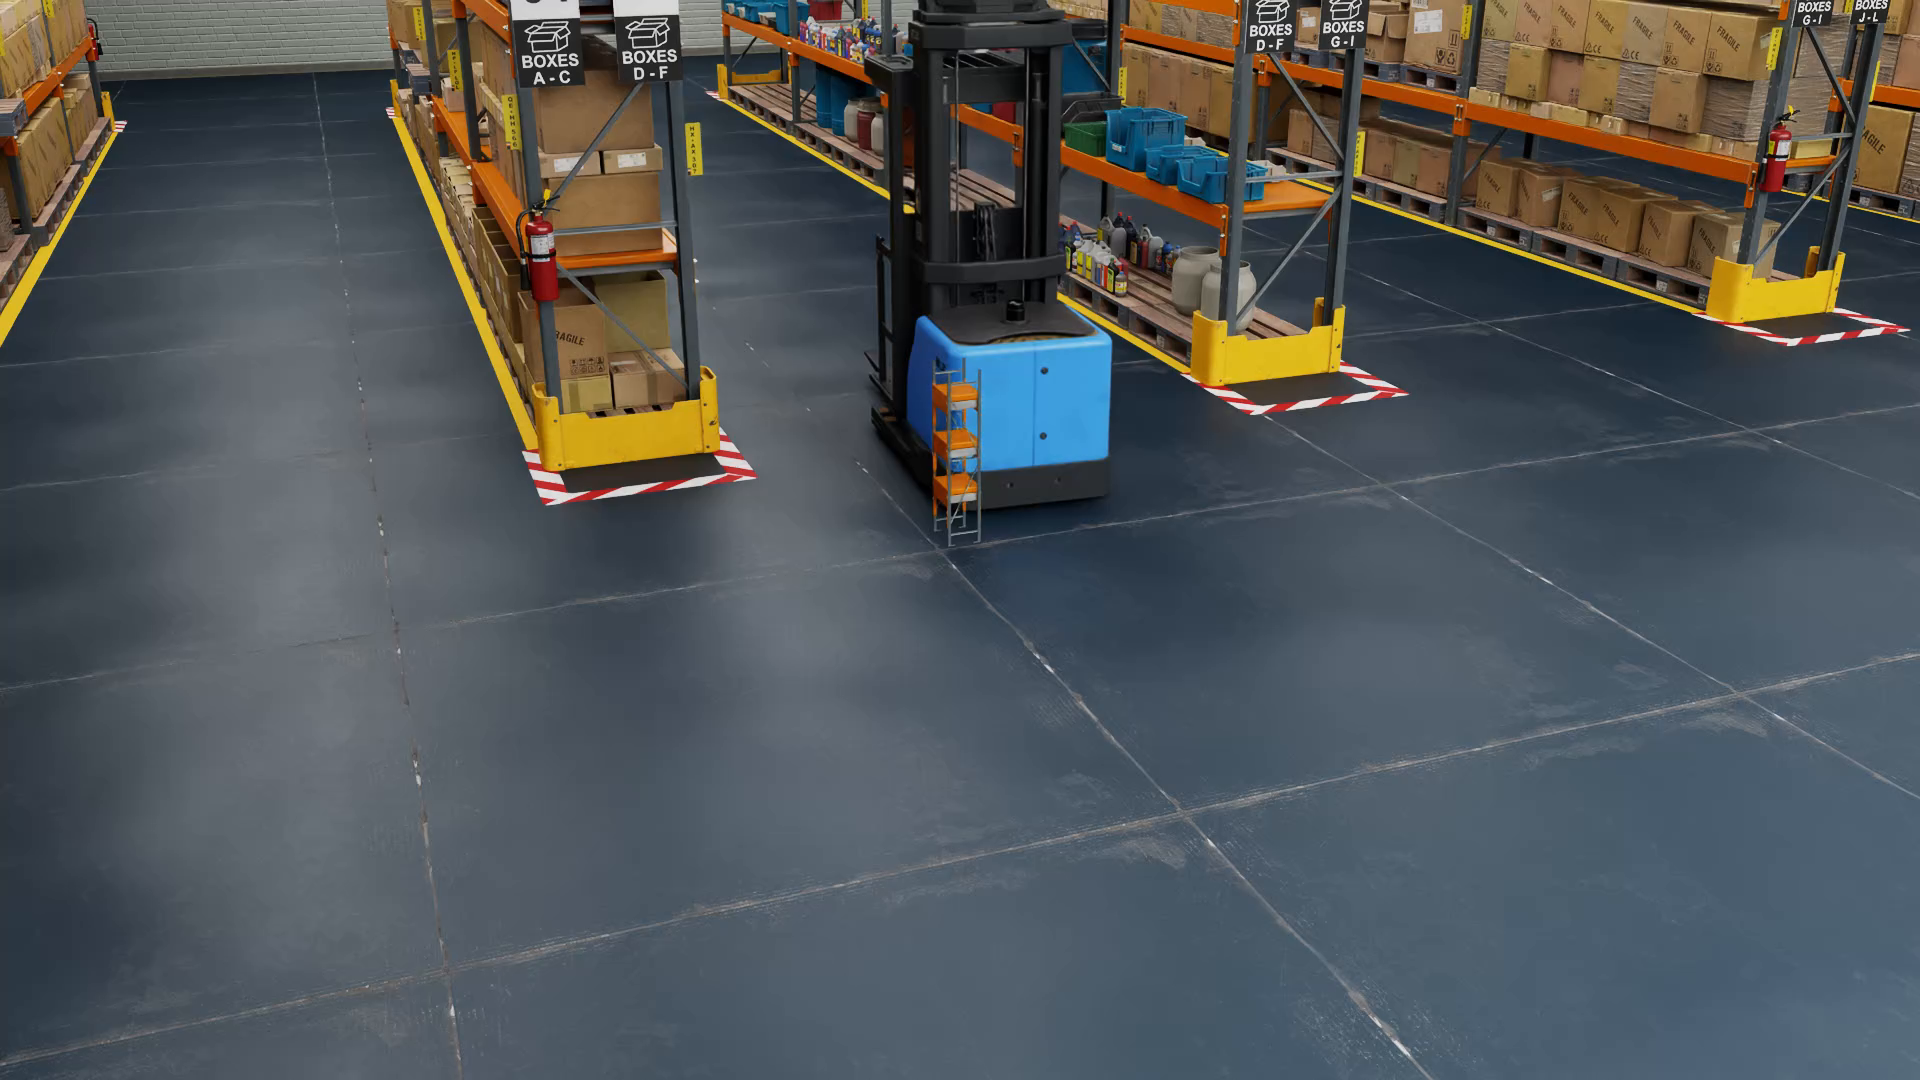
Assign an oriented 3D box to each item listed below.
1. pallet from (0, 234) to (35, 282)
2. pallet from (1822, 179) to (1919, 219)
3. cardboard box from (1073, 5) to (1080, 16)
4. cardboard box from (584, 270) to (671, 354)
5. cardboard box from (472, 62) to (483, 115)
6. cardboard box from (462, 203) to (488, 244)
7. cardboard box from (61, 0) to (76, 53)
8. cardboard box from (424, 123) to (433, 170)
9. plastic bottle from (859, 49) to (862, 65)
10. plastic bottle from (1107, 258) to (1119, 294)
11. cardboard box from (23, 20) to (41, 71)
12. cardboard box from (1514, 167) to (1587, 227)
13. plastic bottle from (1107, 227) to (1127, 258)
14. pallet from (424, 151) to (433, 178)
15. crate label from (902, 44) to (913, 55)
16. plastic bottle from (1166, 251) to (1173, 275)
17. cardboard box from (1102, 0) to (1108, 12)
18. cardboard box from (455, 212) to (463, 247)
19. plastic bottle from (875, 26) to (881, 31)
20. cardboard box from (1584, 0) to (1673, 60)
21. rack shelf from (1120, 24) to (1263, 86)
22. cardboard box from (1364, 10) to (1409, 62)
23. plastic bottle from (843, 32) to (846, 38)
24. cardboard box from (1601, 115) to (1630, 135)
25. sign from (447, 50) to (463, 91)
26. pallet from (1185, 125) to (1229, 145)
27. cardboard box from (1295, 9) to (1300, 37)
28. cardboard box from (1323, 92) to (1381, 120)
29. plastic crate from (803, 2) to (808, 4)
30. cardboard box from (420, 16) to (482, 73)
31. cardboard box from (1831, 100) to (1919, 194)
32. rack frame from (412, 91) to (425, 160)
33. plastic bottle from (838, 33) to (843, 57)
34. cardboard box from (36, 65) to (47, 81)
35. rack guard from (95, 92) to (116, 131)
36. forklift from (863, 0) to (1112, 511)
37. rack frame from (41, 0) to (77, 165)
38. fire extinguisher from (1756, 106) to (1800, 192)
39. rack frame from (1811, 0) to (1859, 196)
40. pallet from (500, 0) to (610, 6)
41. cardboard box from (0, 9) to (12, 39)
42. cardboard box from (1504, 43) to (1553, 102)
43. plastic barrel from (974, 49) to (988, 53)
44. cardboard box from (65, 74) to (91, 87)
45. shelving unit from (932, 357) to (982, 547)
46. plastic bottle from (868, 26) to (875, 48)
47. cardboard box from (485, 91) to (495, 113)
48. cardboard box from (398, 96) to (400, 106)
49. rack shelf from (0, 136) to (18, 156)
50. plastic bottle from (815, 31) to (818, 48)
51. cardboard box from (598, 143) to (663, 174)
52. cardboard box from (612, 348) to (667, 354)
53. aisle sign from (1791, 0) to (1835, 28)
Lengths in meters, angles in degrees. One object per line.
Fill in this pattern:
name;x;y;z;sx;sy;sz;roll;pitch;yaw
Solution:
pallet;-9.398;-2.629;15.715;1.003;0.211;1.213;-8;24;-19
pallet;10.514;-3.855;18.625;1.003;0.211;1.213;-8;24;-19
cardboard box;1.948;-8.107;25.446;0.380;0.149;0.250;-9;24;-20
cardboard box;-2.373;-1.651;11.839;0.500;0.500;0.500;-8;24;-19
cardboard box;-4.431;-4.318;16.003;0.500;0.500;0.500;-10;25;-22
cardboard box;-4.227;-2.906;15.061;0.500;0.311;0.500;-8;24;-18
cardboard box;-11.781;-6.518;20.966;0.980;0.700;0.700;-10;25;-22
cardboard box;-5.963;-4.615;19.490;0.500;0.500;0.500;-9;25;-21
plastic bottle;-1.154;-5.789;19.878;0.097;0.201;0.097;0;23;0
plastic bottle;1.305;-2.249;14.154;0.061;0.283;0.133;-8;24;-18
cardboard box;-10.328;-5.343;18.027;0.500;0.500;0.500;-8;24;-19
cardboard box;5.956;-3.467;16.792;0.500;0.500;0.500;-1;23;-2
plastic bottle;1.444;-2.758;15.372;0.152;0.276;0.135;-8;24;-19
pallet;-6.130;-4.757;20.765;1.003;0.211;1.213;-8;24;-19
crate label;-0.306;-5.175;18.122;0.502;0.435;0.616;-8;24;-19
plastic bottle;1.882;-2.462;14.766;0.097;0.201;0.097;0;23;0
cardboard box;2.415;-7.883;24.400;0.500;0.250;0.500;-9;24;-20
cardboard box;-4.581;-3.018;16.048;0.500;0.250;0.500;-8;24;-18
plastic bottle;-1.021;-6.490;21.445;0.152;0.276;0.135;-8;24;-19
cardboard box;6.105;-4.686;15.206;0.500;0.500;0.500;-8;24;-19
rack shelf;3.523;-6.632;22.549;1.077;0.370;4.000;-8;24;-19
cardboard box;4.944;-5.642;18.600;0.797;0.503;0.637;-6;24;-14
plastic bottle;-1.405;-6.131;20.585;0.061;0.283;0.133;-8;24;-19
cardboard box;6.134;-3.820;15.275;0.380;0.149;0.250;-8;24;-19
sign;-4.130;-3.845;13.621;0.100;0.325;0.005;-8;24;-19
pallet;3.594;-5.691;22.981;1.003;0.211;1.213;-8;24;-19
cardboard box;4.312;-6.497;21.174;0.500;0.500;0.500;-8;24;-17
cardboard box;4.691;-5.203;19.918;0.500;0.250;0.500;-6;23;-13
plastic crate;-2.184;-7.564;23.909;0.437;0.282;0.530;-8;24;-19
cardboard box;-5.367;-5.332;17.869;0.700;0.500;0.500;-18;29;-36
cardboard box;10.475;-4.404;18.531;0.875;0.875;0.875;-8;24;-18
rack frame;-6.452;-6.332;20.912;1.000;3.000;0.127;-8;24;-19
plastic bottle;-1.462;-6.123;20.565;0.061;0.283;0.133;-8;24;-19
cardboard box;-10.392;-5.184;18.485;0.380;0.149;0.250;-8;24;-19
rack guard;-12.507;-5.962;23.251;1.175;0.500;0.348;-8;24;-19
forklift;0.020;-2.067;10.881;1.130;2.935;3.031;-6;24;-15
rack frame;-11.085;-5.651;19.296;1.000;3.000;0.127;-8;24;-19
fire extinguisher;6.665;-3.190;13.555;0.296;0.674;0.183;-8;24;-19
rack frame;10.318;-5.427;18.765;1.000;3.000;0.127;-8;24;-19
pallet;-2.439;-3.574;10.620;1.003;0.211;1.213;-8;24;-19
cardboard box;-9.782;-5.131;16.560;0.500;0.250;0.500;-9;24;-20
cardboard box;5.887;-4.608;16.309;0.875;0.500;0.500;-8;24;-19
plastic barrel;0.308;-5.111;17.871;0.421;0.512;0.421;0;23;0
cardboard box;-11.942;-6.183;22.400;0.380;0.149;0.250;-9;24;-20
shelving unit;-0.019;-0.503;9.592;0.215;1.050;0.252;-8;24;-19
plastic bottle;-1.131;-6.464;21.389;0.097;0.271;0.097;0;23;0
cardboard box;-3.531;-3.462;13.137;0.380;0.149;0.250;-9;24;-20
cardboard box;-7.951;-6.393;24.137;0.380;0.166;0.250;-8;24;-19
rack shelf;-8.966;-3.140;14.264;1.077;0.370;4.000;-8;24;-19
plastic bottle;-1.831;-6.484;21.529;0.097;0.201;0.097;0;23;0
cardboard box;-2.150;-2.489;10.830;0.380;0.149;0.250;-9;24;-19
cardboard box;-2.375;-1.305;11.984;0.500;0.250;0.500;-8;24;-19
aisle sign;6.797;-4.464;13.133;0.394;0.787;0.004;-8;24;-19
